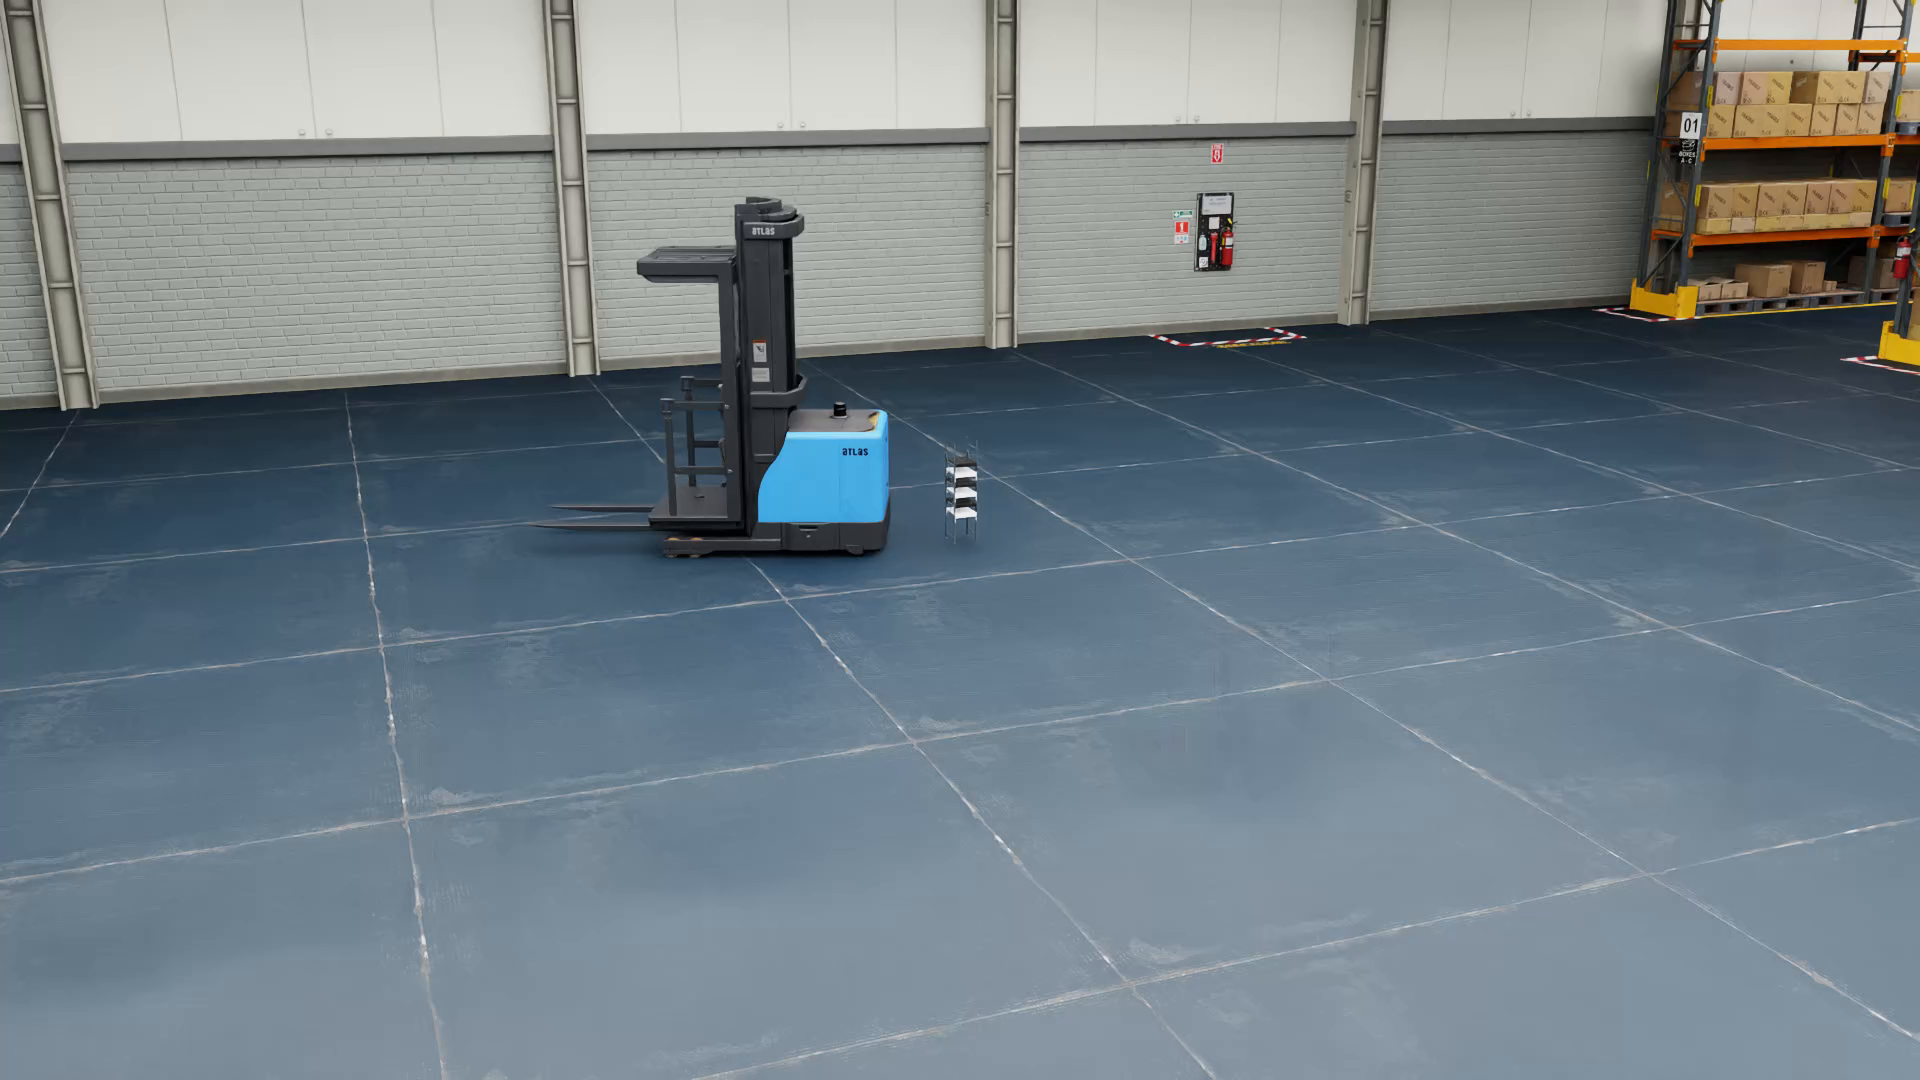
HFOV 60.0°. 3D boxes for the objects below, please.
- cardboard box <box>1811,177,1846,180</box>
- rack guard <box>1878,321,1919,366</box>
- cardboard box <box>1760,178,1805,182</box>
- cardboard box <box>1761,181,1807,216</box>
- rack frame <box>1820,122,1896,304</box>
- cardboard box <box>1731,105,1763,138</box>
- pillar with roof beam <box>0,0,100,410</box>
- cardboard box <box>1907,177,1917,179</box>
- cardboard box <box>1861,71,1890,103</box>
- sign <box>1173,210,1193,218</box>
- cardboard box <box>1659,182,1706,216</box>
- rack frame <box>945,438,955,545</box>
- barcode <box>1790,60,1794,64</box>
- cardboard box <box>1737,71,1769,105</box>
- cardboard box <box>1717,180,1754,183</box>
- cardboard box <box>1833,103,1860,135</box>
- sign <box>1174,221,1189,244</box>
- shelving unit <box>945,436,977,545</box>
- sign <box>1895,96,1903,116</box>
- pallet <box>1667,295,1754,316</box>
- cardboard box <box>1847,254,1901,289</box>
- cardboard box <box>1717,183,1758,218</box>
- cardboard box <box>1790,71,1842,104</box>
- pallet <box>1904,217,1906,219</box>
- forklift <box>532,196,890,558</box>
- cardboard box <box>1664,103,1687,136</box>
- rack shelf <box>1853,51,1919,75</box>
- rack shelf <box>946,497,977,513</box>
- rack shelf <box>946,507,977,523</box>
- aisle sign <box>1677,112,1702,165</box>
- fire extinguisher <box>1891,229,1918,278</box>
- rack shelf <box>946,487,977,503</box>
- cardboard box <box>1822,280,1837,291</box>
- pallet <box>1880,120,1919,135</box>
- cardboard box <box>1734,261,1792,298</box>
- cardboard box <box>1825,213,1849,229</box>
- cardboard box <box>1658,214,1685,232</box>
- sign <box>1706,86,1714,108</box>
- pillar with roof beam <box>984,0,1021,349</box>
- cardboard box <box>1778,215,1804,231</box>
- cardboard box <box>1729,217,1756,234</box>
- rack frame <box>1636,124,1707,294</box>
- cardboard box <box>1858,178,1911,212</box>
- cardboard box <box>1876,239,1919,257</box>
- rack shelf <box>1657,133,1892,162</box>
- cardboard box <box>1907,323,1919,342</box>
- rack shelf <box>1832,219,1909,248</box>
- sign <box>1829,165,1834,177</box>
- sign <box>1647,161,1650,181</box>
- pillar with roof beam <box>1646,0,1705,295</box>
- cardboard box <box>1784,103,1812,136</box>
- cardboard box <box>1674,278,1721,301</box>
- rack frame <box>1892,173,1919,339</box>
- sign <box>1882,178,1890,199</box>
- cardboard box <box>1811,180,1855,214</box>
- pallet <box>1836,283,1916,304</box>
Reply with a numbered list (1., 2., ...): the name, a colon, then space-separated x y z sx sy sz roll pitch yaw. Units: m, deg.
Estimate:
1. cardboard box: 14.677 -5.876 28.184 0.500 0.500 0.500 -7 18 -21
2. rack guard: 13.209 -2.663 22.780 0.348 0.500 1.175 -6 17 -20
3. cardboard box: 13.725 -5.776 27.844 0.500 0.500 0.500 -6 17 -19
4. cardboard box: 13.436 -5.587 27.200 0.500 0.500 0.500 -6 17 -18
5. rack frame: 15.191 -5.571 28.246 0.127 3.000 1.000 -6 17 -20
6. cardboard box: 12.371 -6.677 26.476 0.500 0.500 0.500 -5 17 -16
7. pillar with roof beam: -9.071 -4.792 14.946 0.400 9.000 9.100 -6 17 -20
8. cardboard box: 16.806 -6.002 28.754 0.500 0.500 0.700 -4 17 -12
9. cardboard box: 14.820 -7.426 27.251 0.500 0.500 0.500 -8 18 -25
10. sign: 3.330 -4.863 24.830 0.331 0.109 0.001 -6 17 -20
11. cardboard box: 11.820 -5.569 27.138 0.500 0.500 0.500 -6 18 -21
12. rack frame: -0.087 -0.422 14.439 0.006 0.900 0.240 -6 17 -20
13. barcode: 13.739 -7.895 27.464 0.075 0.075 0.001 -6 17 -20
14. cardboard box: 12.389 -7.157 26.334 0.500 0.500 0.500 -6 18 -21
15. cardboard box: 12.774 -5.670 27.483 0.500 0.500 0.500 -7 18 -22
16. cardboard box: 14.331 -6.904 27.249 0.500 0.500 0.500 -8 18 -25
17. sign: 3.322 -4.610 24.911 0.234 0.329 0.001 -6 17 -20
18. shelving unit: 0.008 -0.433 14.474 0.210 0.900 0.258 -6 17 -20
19. sign: 15.392 -7.116 27.267 0.005 0.325 0.100 -6 17 -20
20. pallet: 12.298 -3.910 27.539 1.213 0.211 1.003 -6 17 -20
21. cardboard box: 15.872 -4.661 28.804 0.500 0.500 0.700 -6 17 -18
22. cardboard box: 12.474 -5.482 26.841 0.500 0.500 0.500 -6 17 -20
23. cardboard box: 13.828 -7.312 26.864 0.500 0.500 0.500 -7 18 -22
24. pallet: 17.092 -5.672 28.930 1.213 0.211 1.003 -6 17 -20
25. forklift: -2.147 -1.406 14.186 3.031 2.935 1.130 0 16 1
26. cardboard box: 11.755 -6.773 26.803 0.500 0.500 0.500 -5 17 -16
27. rack shelf: 17.058 -8.114 28.245 4.000 0.370 1.077 -6 17 -20
28. rack shelf: 0.008 -0.314 14.509 0.200 0.077 0.258 -6 17 -20
29. rack shelf: 0.008 -0.228 14.534 0.200 0.077 0.258 -6 17 -20
30. aisle sign: 11.496 -6.329 26.213 0.004 0.787 0.394 -6 17 -20
31. fire extinguisher: 12.955 -3.938 22.822 0.183 0.674 0.296 -6 17 -20
32. rack shelf: 0.008 -0.401 14.484 0.200 0.077 0.258 -6 17 -20
33. cardboard box: 14.702 -4.361 28.373 0.250 0.166 0.380 -9 18 -27
34. pallet: 15.805 -6.954 27.966 1.003 0.211 1.213 -6 17 -20
35. cardboard box: 13.369 -4.344 27.723 0.500 0.500 0.700 -7 18 -24
36. cardboard box: 14.389 -5.333 27.666 0.500 0.250 0.500 -6 17 -20
37. cardboard box: 11.823 -5.204 27.225 0.500 0.250 0.500 -6 17 -19
38. sign: 11.650 -6.884 25.841 0.005 0.325 0.100 -6 17 -20
39. pillar with roof beam: 2.135 -6.002 19.066 0.400 9.000 9.100 -6 17 -20
40. cardboard box: 13.455 -5.227 27.306 0.500 0.250 0.500 -6 17 -20
41. cardboard box: 12.505 -5.127 26.965 0.500 0.250 0.500 -7 18 -22
42. rack frame: 11.455 -5.168 26.873 0.127 3.000 1.000 -6 17 -20
43. cardboard box: 15.678 -5.873 28.314 0.500 0.500 0.700 -6 17 -20
44. cardboard box: 16.282 -5.067 28.852 0.500 0.250 0.500 -7 18 -21
45. rack shelf: 13.323 -6.464 27.238 4.000 0.370 1.077 -6 17 -20
46. cardboard box: 13.627 -2.879 23.213 0.500 0.250 0.500 -6 17 -20
47. rack shelf: 17.058 -5.428 29.034 4.000 0.370 1.077 -6 17 -20
48. sign: 14.989 -6.272 28.579 0.005 0.325 0.100 -6 17 -20
49. sign: 11.276 -6.023 27.169 0.005 0.325 0.100 -6 17 -20
50. pillar with roof beam: 13.340 -7.212 23.186 0.400 9.000 9.100 -6 17 -20
51. cardboard box: 13.348 -6.790 26.861 0.500 0.500 0.500 -5 17 -17
52. cardboard box: 12.134 -4.135 27.346 0.500 0.311 0.500 -8 18 -26
53. rack frame: 13.231 -3.865 22.436 0.127 3.000 1.000 -6 17 -20
54. sign: 15.392 -5.844 27.640 0.005 0.325 0.100 -6 17 -20
55. cardboard box: 14.396 -5.688 27.543 0.500 0.500 0.500 -6 17 -20
56. pallet: 15.917 -4.312 28.907 1.213 0.211 1.003 -6 17 -20
